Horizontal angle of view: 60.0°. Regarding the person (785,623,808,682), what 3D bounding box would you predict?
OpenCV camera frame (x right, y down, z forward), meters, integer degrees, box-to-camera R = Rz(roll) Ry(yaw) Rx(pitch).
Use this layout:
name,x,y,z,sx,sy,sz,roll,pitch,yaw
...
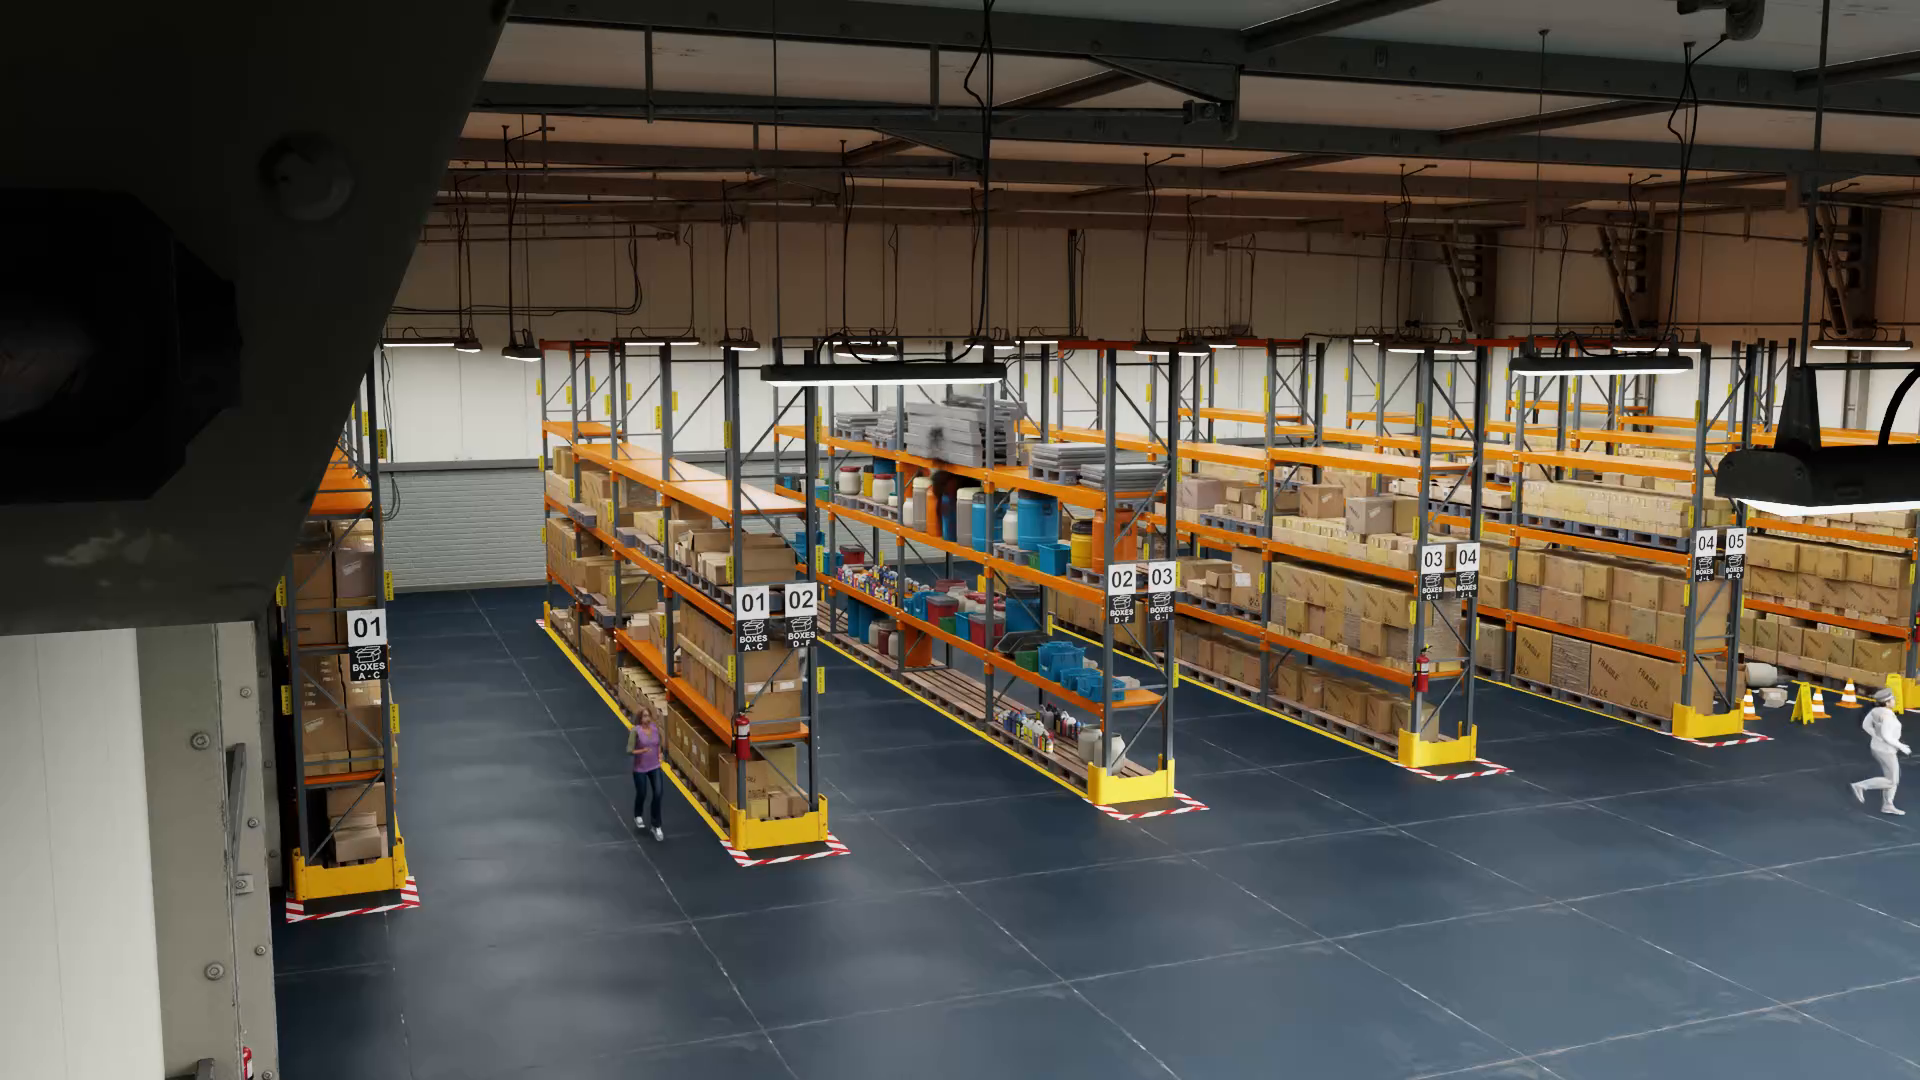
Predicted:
name,x,y,z,sx,sy,sz,roll,pitch,yaw
person,-2.692,1.585,28.094,0.564,1.627,0.569,-5,9,-34

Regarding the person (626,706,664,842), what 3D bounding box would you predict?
name,x,y,z,sx,sy,sz,roll,pitch,yaw
person,-3.881,2.859,20.579,0.523,1.634,0.709,-4,8,-28

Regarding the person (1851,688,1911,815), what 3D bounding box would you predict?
name,x,y,z,sx,sy,sz,roll,pitch,yaw
person,11.900,2.728,21.511,0.696,1.671,0.617,1,8,9
